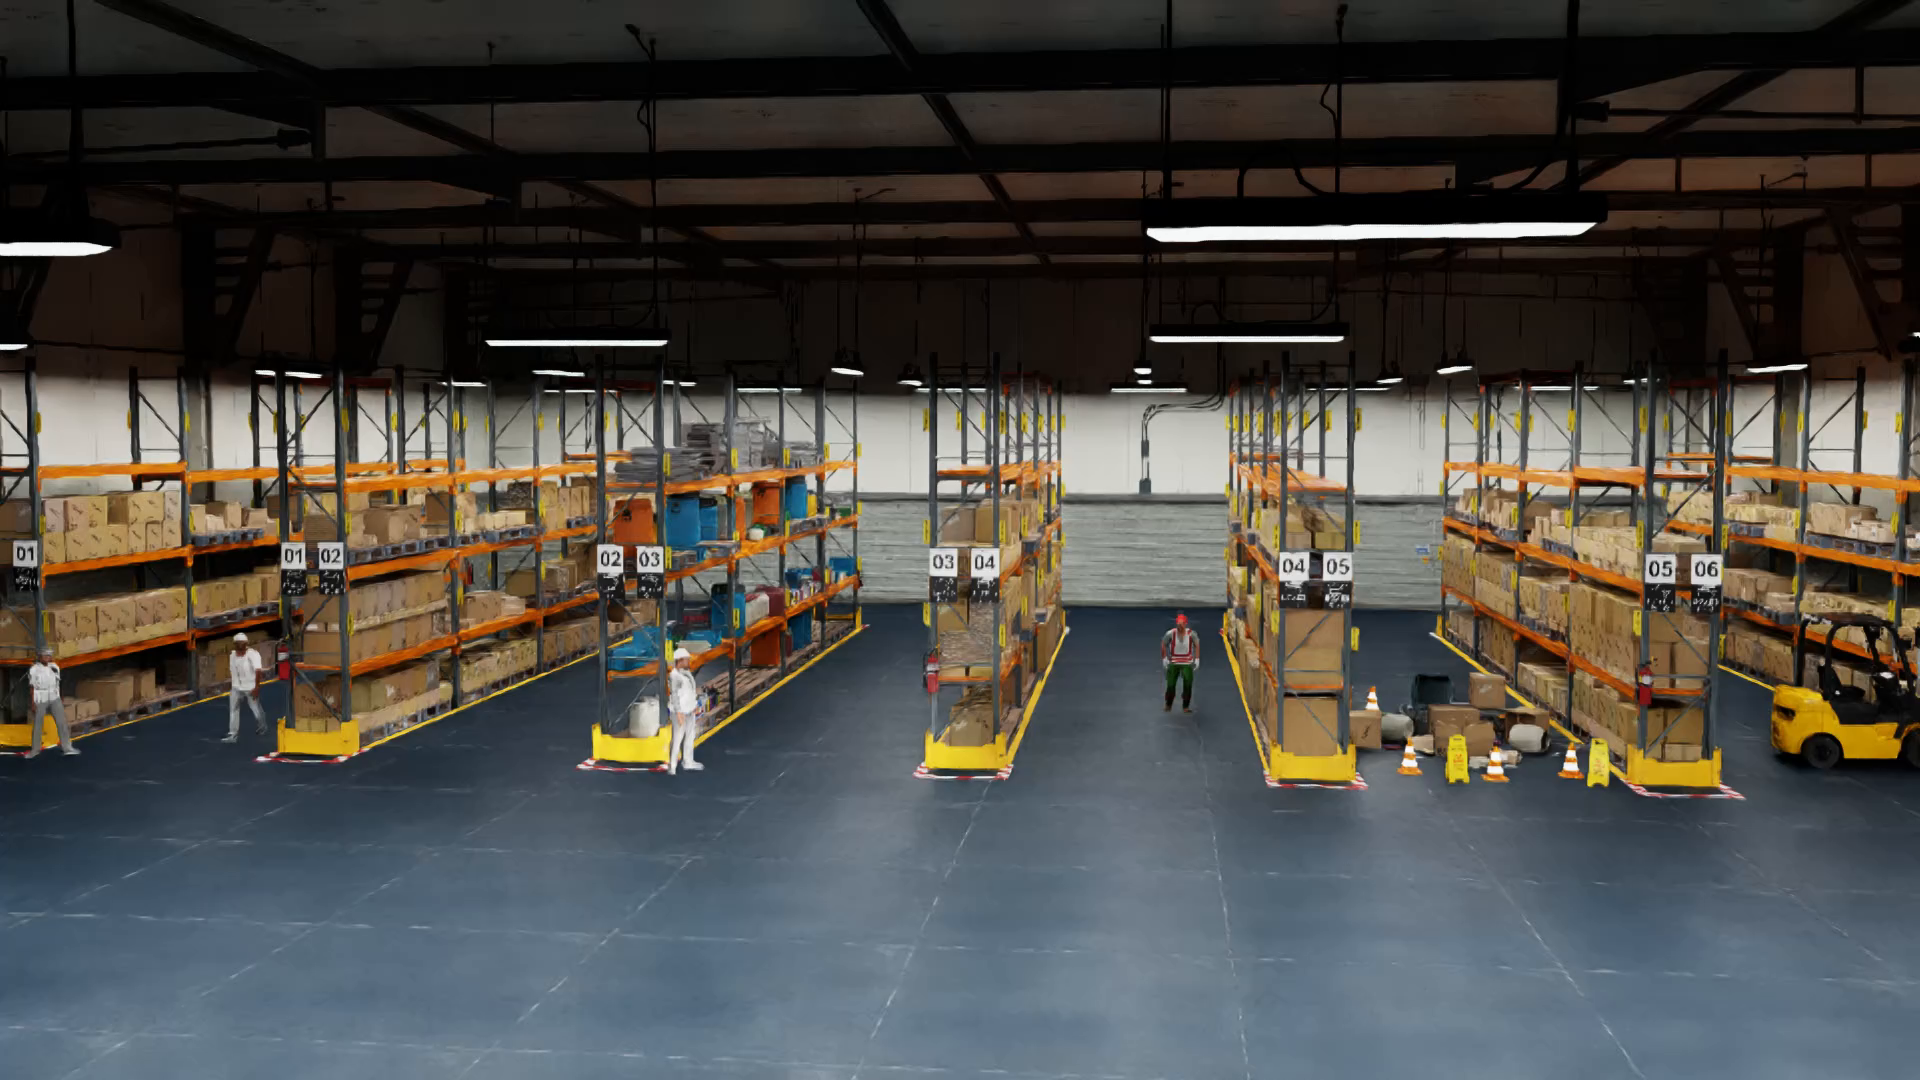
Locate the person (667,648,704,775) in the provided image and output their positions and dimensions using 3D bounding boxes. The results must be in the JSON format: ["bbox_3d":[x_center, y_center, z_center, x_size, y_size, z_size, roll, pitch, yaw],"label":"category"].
[{"bbox_3d":[-3.945,2.422,23.706,0.385,1.780,0.687,1,4,17],"label":"person"}]

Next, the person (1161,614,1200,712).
[{"bbox_3d":[3.793,2.118,28.613,0.677,1.741,0.550,0,4,5],"label":"person"}]

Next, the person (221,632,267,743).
[{"bbox_3d":[-11.227,2.300,26.125,0.589,1.716,1.043,0,4,6],"label":"person"}]

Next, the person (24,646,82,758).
[{"bbox_3d":[-13.597,2.400,24.843,0.558,1.670,0.697,4,6,44],"label":"person"}]
